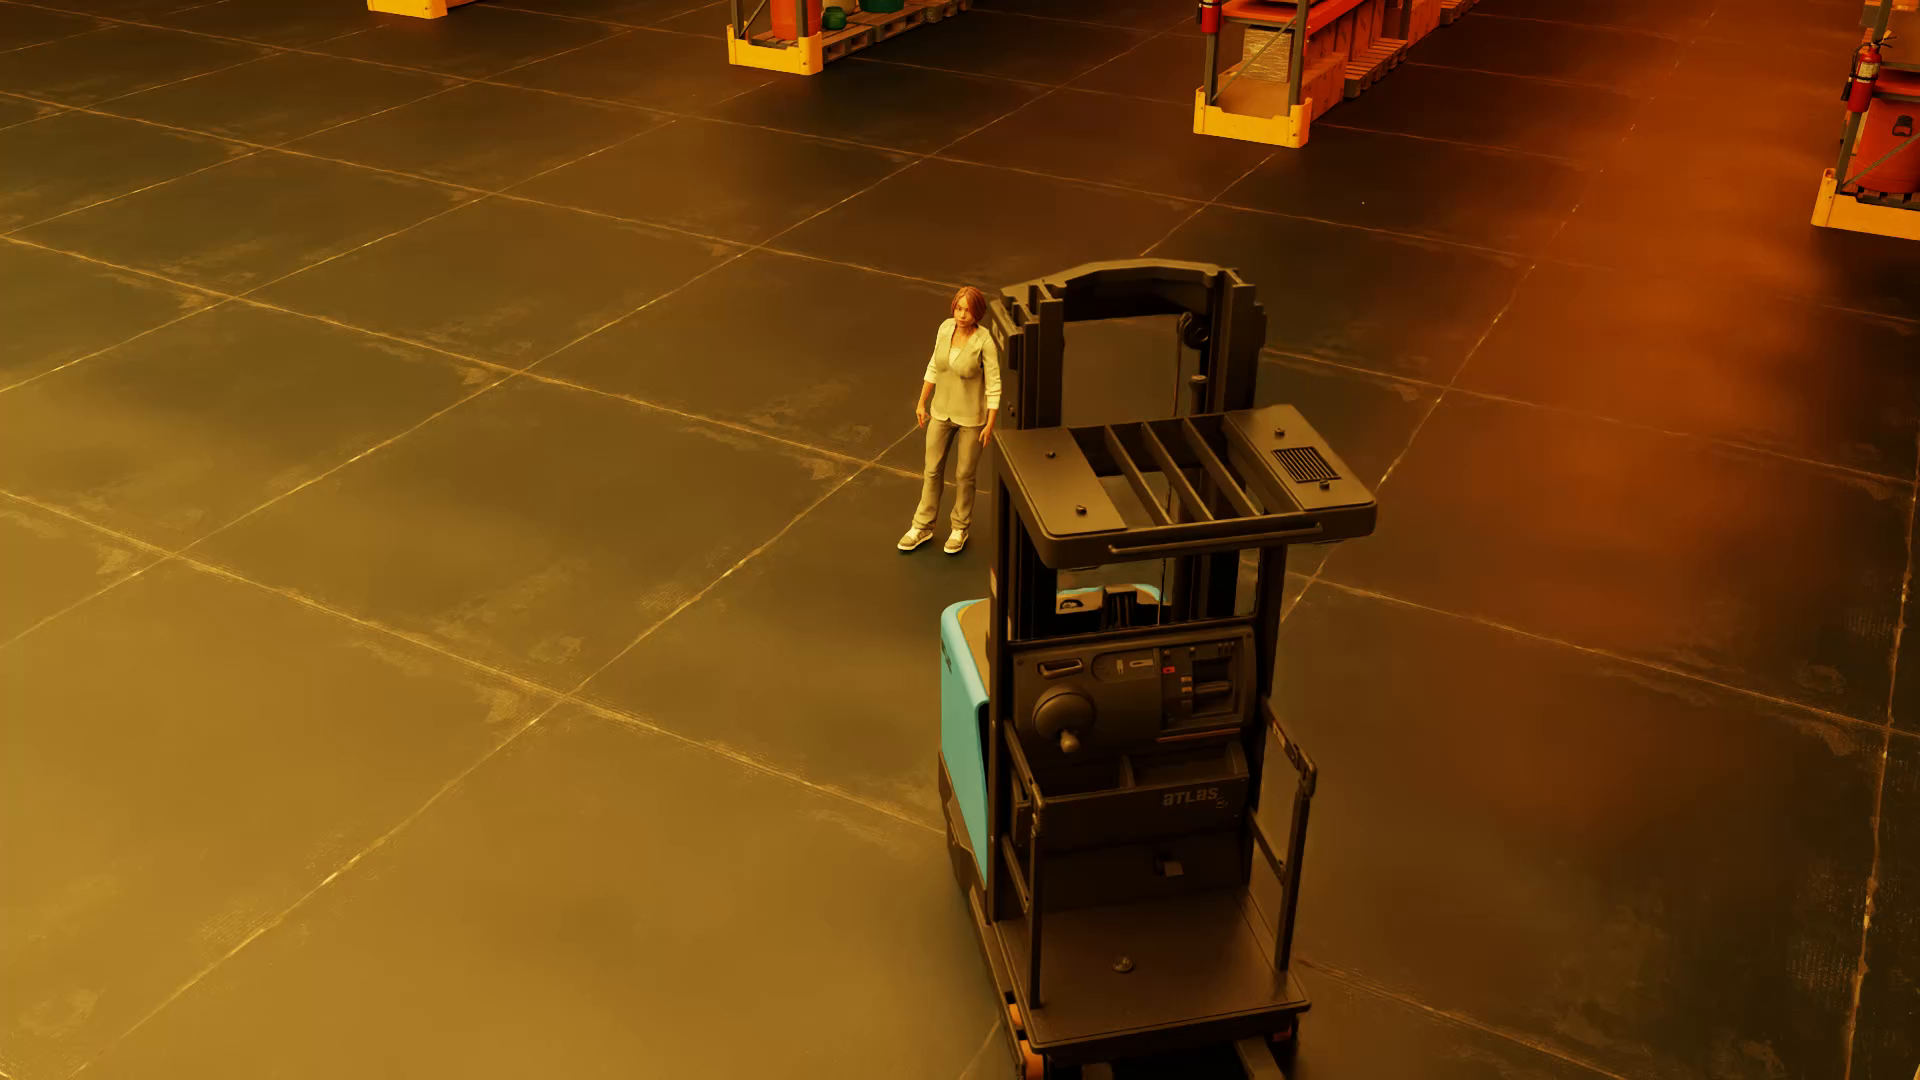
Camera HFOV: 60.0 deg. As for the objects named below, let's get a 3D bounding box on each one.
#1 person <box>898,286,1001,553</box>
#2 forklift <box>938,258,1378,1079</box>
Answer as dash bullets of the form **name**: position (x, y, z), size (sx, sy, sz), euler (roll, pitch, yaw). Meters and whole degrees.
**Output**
- **person**: position (-0.048, -0.668, 9.549), size (0.521, 1.599, 0.473), euler (15, 33, 25)
- **forklift**: position (0.702, 0.609, 6.015), size (1.130, 2.935, 3.031), euler (-6, 31, -10)
